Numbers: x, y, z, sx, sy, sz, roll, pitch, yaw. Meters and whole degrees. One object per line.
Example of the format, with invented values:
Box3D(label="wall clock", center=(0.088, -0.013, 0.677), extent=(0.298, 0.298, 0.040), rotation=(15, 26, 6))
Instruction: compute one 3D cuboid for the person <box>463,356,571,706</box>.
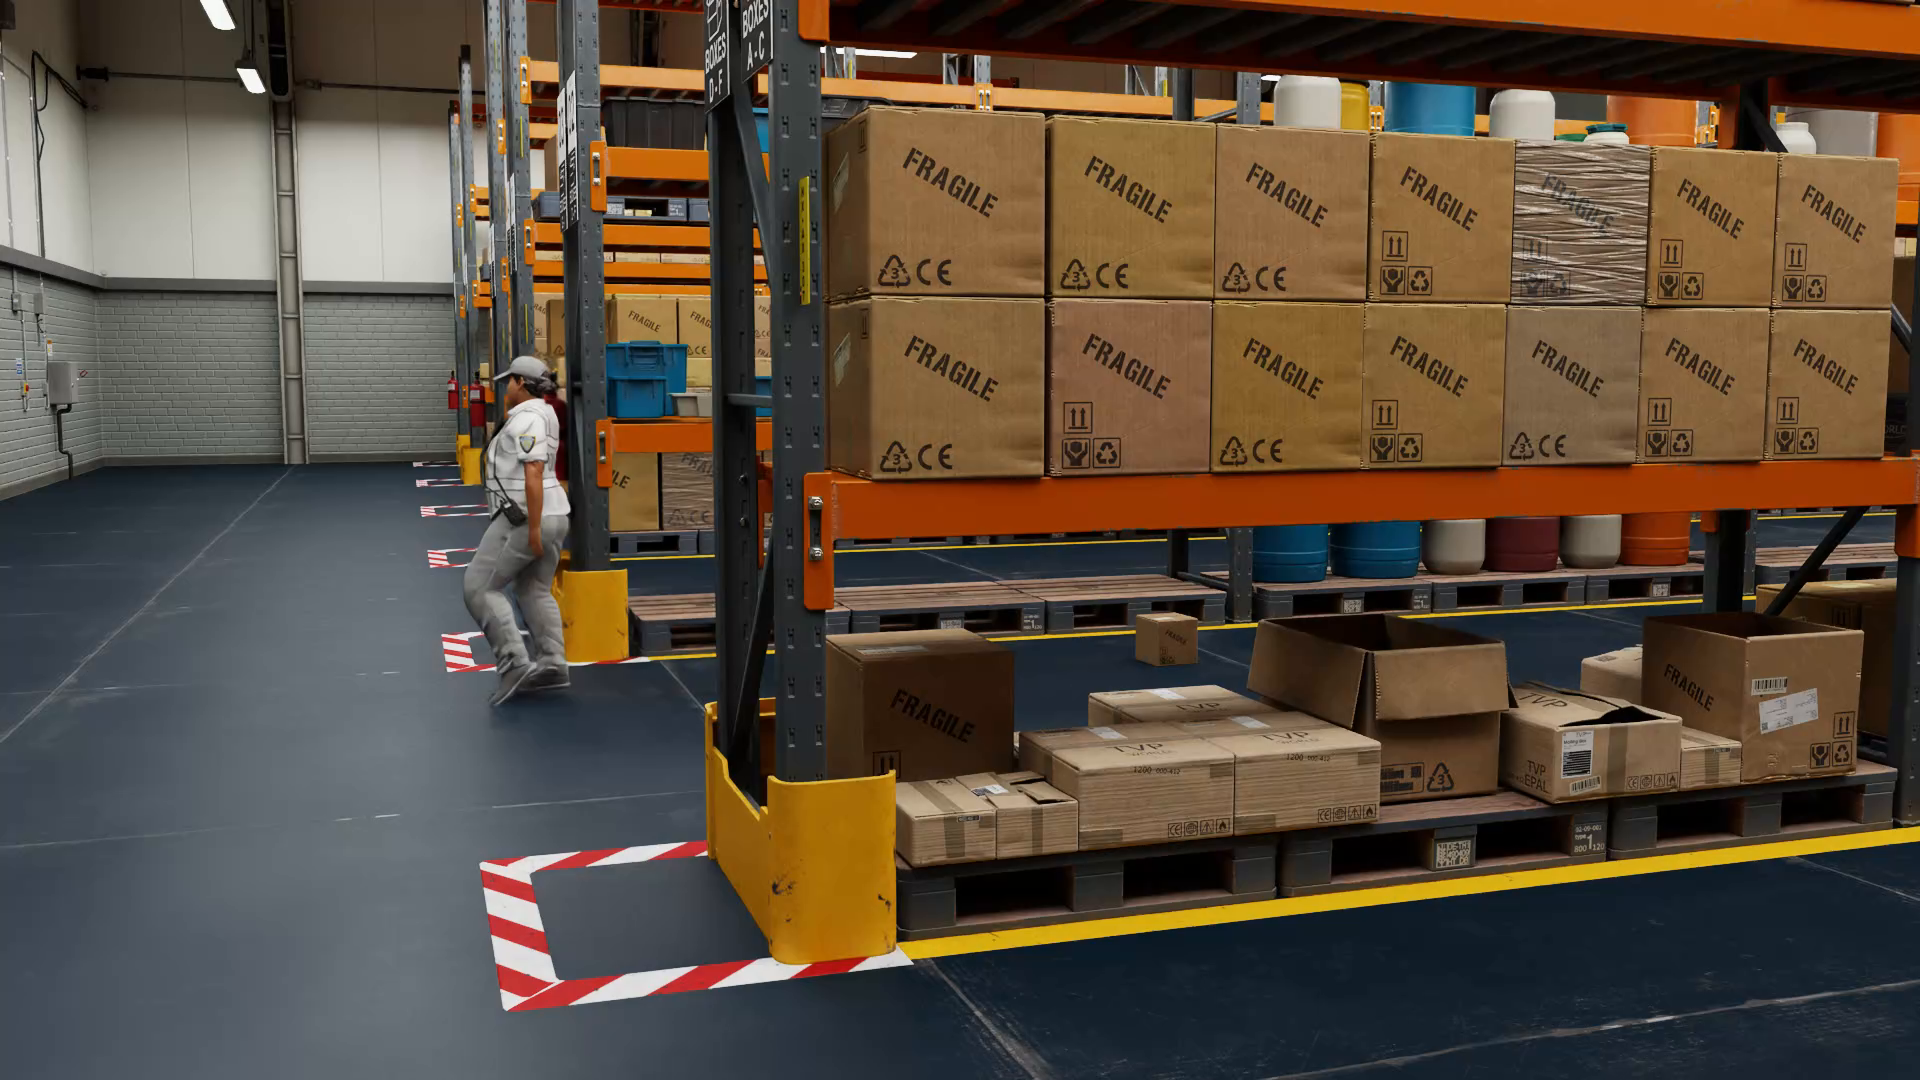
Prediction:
Box3D(label="person", center=(-2.156, -0.045, 8.128), extent=(0.471, 1.702, 0.524), rotation=(0, 6, -1))
